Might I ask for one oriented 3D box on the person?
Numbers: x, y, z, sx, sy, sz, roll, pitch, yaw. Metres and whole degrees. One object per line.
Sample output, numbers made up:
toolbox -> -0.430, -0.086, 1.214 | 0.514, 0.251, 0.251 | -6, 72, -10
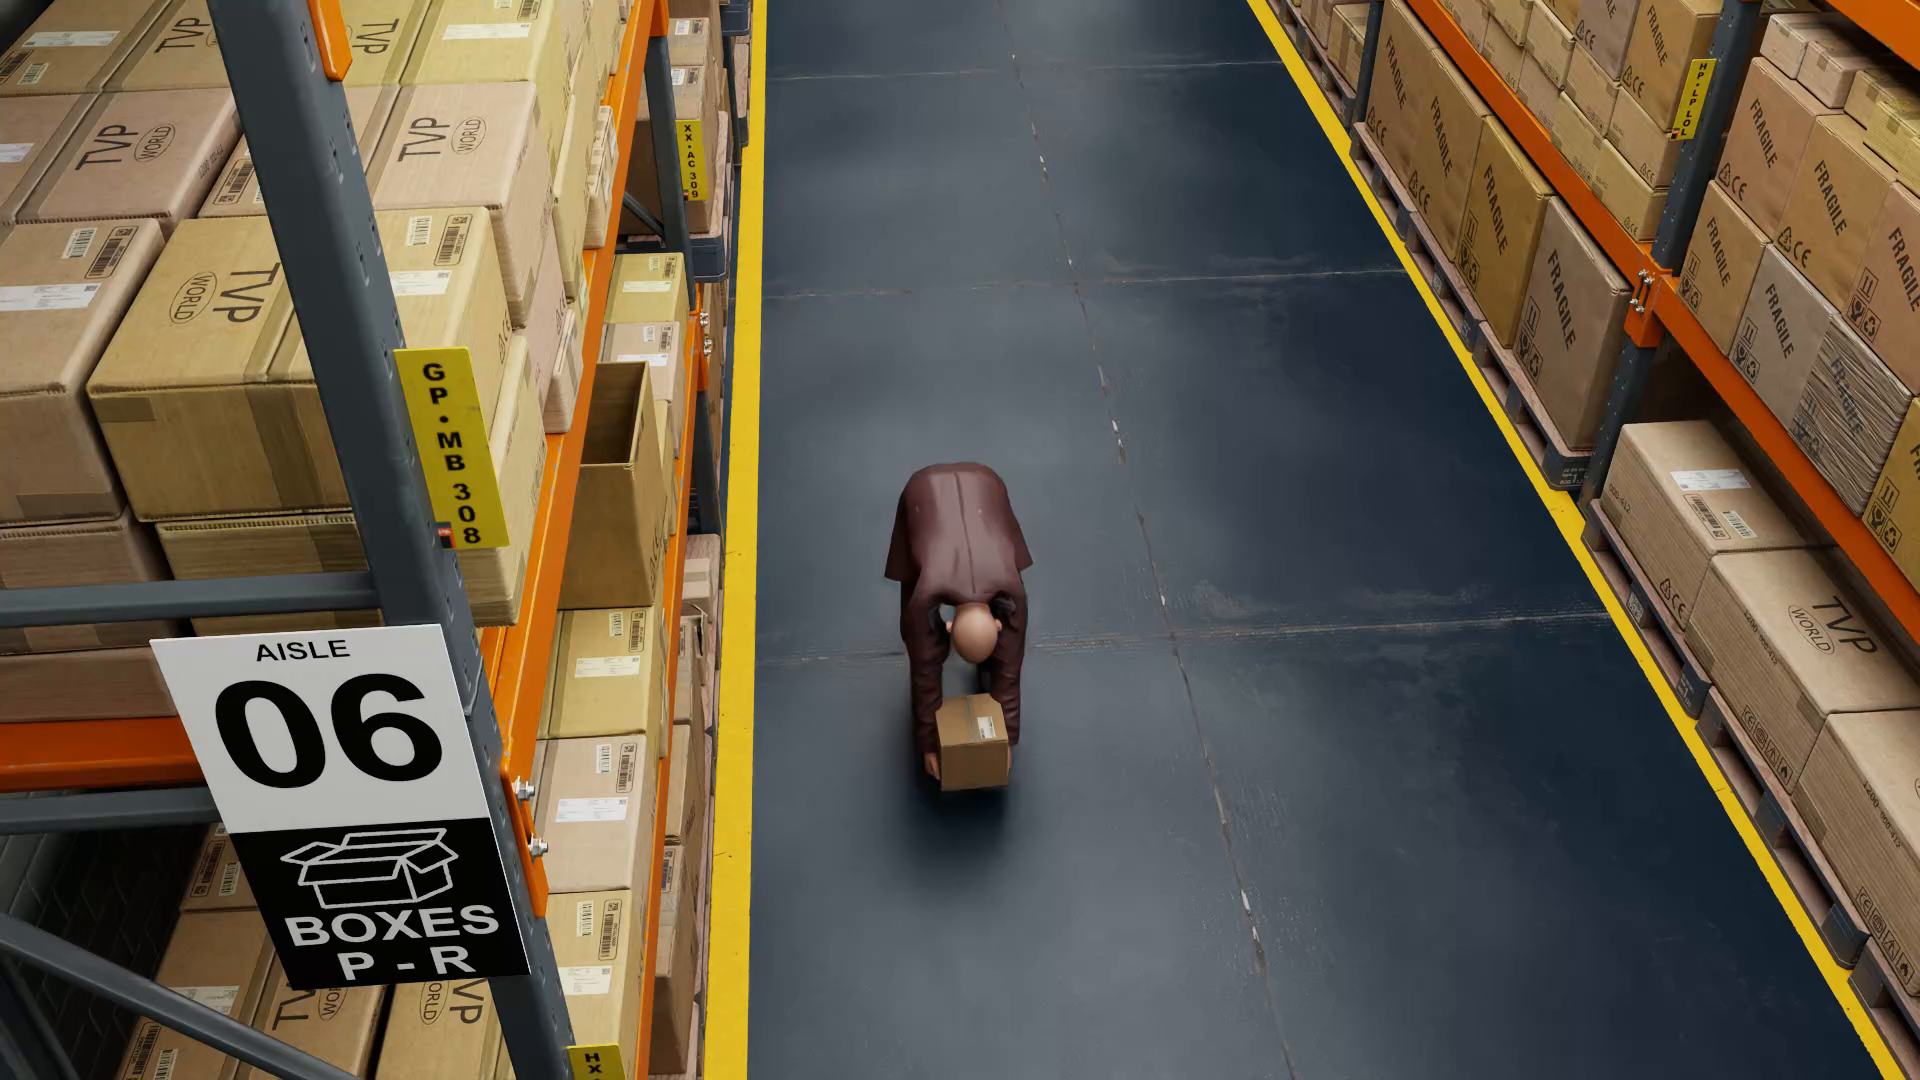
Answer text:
person -> 0.019, 0.307, 6.363 | 0.585, 1.048, 0.978 | -4, 39, -6
